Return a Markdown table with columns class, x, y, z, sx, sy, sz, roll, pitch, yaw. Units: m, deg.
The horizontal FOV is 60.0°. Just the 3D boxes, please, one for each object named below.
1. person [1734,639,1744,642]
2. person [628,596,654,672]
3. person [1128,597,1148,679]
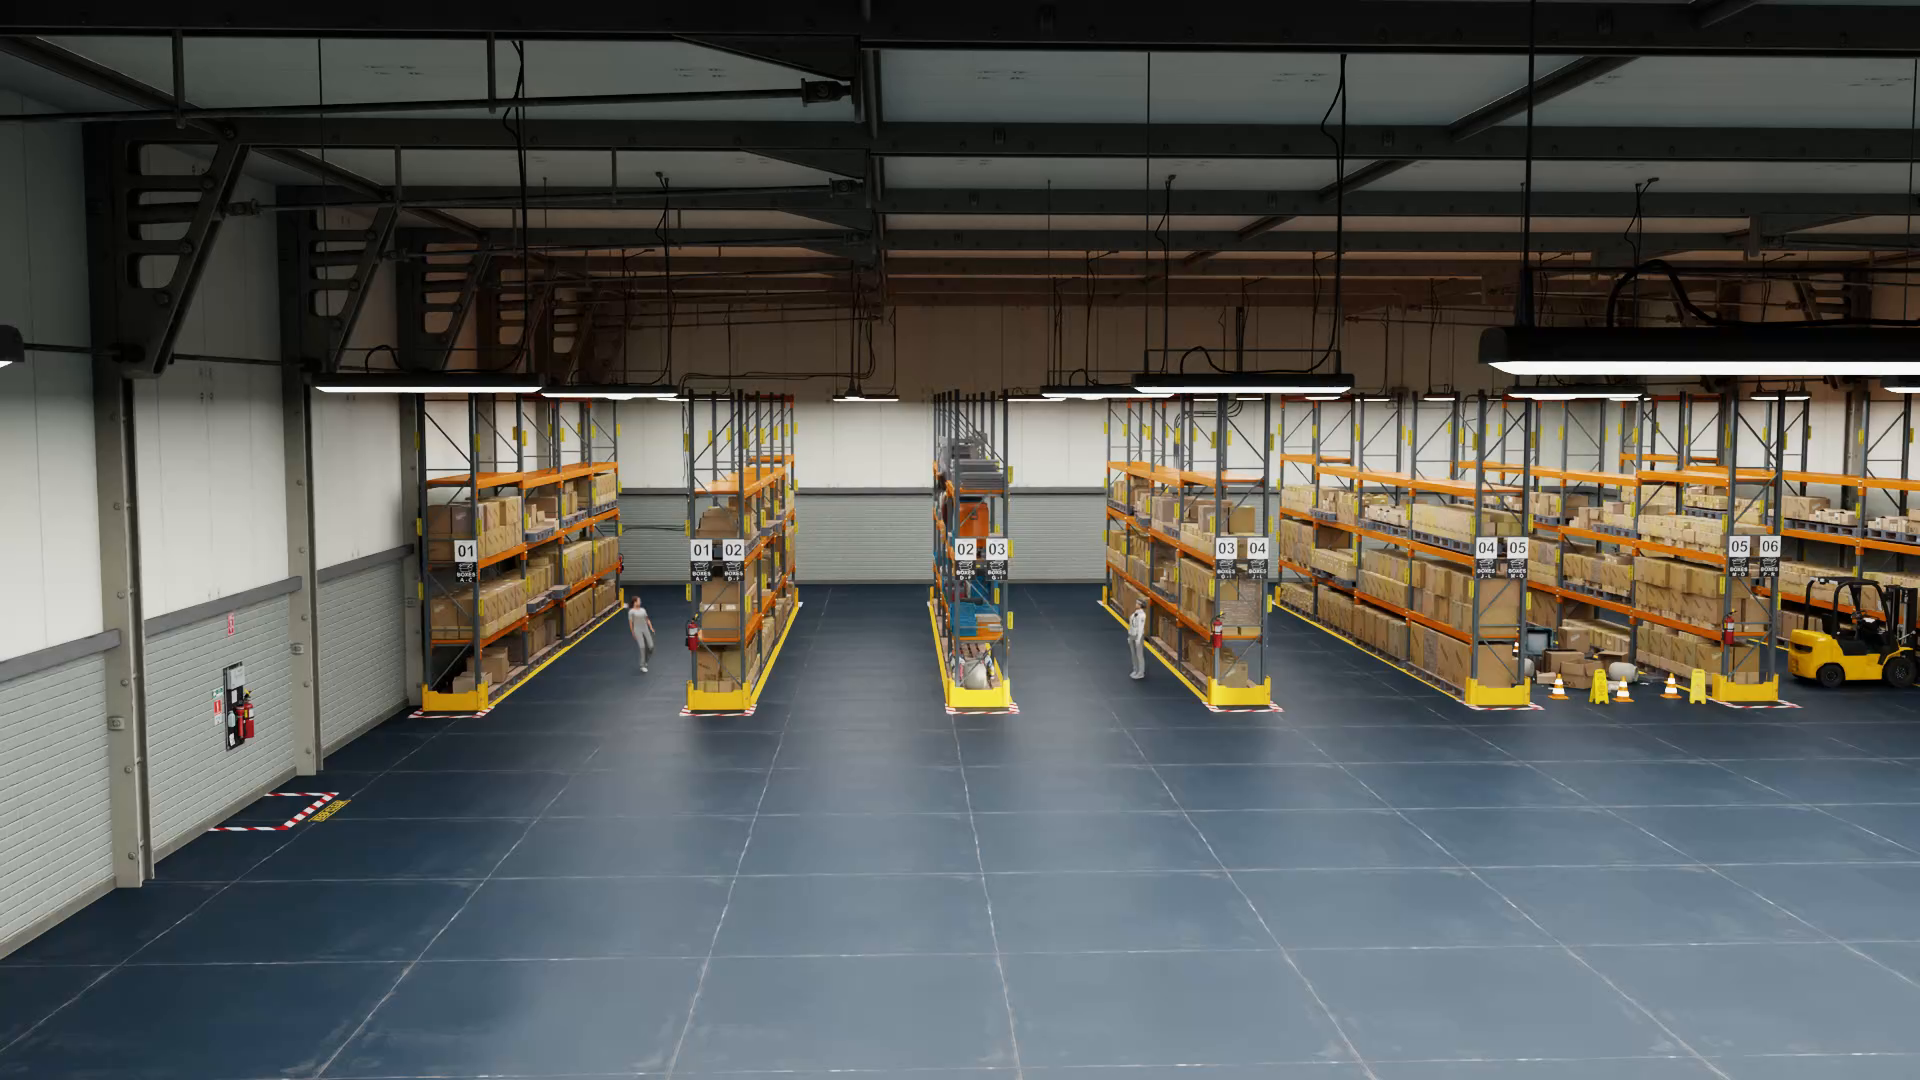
| class | x | y | z | sx | sy | sz | roll | pitch | yaw |
| --- | --- | --- | --- | --- | --- | --- | --- | --- | --- |
| person | 16.898 | 1.878 | 36.412 | 0.605 | 1.760 | 0.571 | 4 | 6 | 40 |
| person | -6.876 | 2.014 | 35.939 | 0.505 | 1.614 | 0.665 | -3 | 6 | -36 |
| person | 3.714 | 2.039 | 34.948 | 0.479 | 1.686 | 0.517 | -3 | 5 | -30 |
